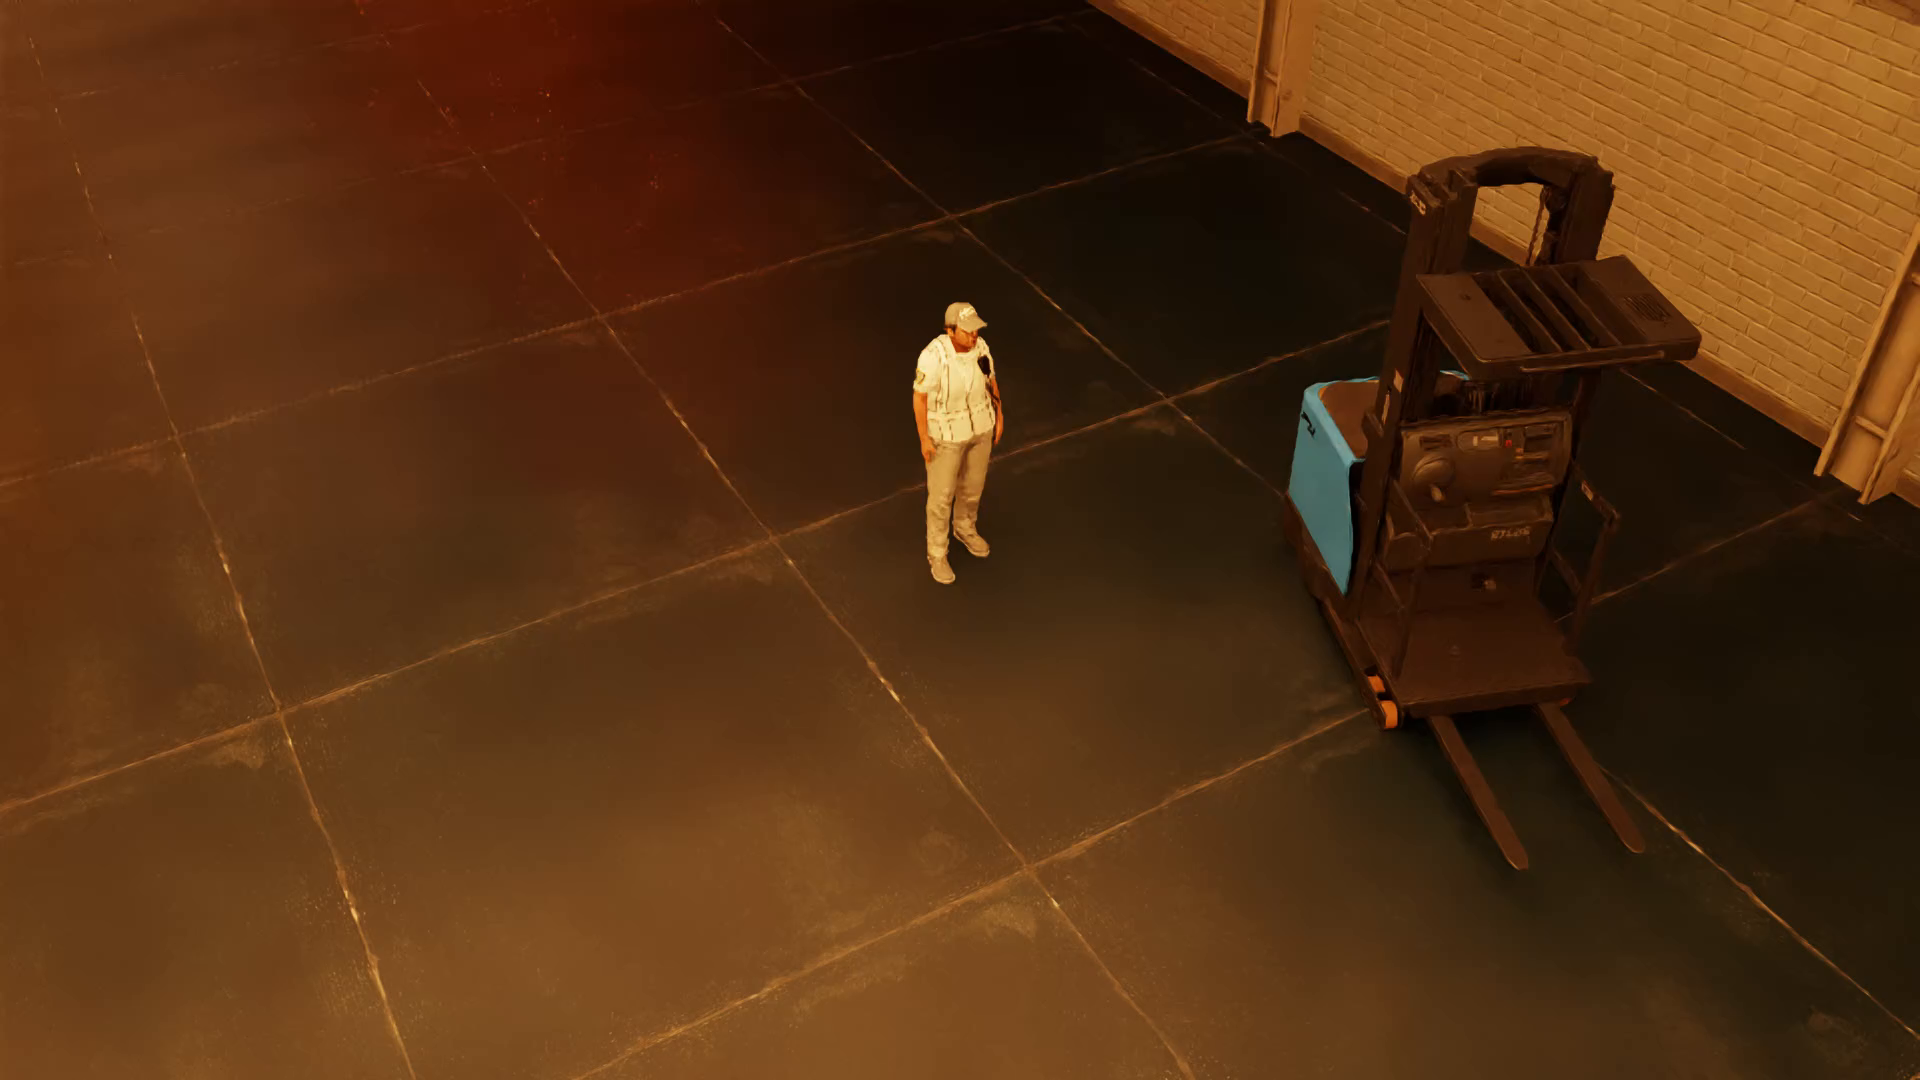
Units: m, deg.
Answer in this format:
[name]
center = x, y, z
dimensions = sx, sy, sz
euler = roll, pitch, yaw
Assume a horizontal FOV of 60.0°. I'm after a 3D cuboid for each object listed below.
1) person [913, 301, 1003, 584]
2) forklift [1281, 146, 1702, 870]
[person]
center = 0.019, -0.597, 9.736
dimensions = 0.598, 1.669, 0.529
euler = -20, 44, -23
[forklift]
center = 2.765, -0.348, 8.456
dimensions = 1.130, 2.935, 3.031
euler = -7, 40, -8
